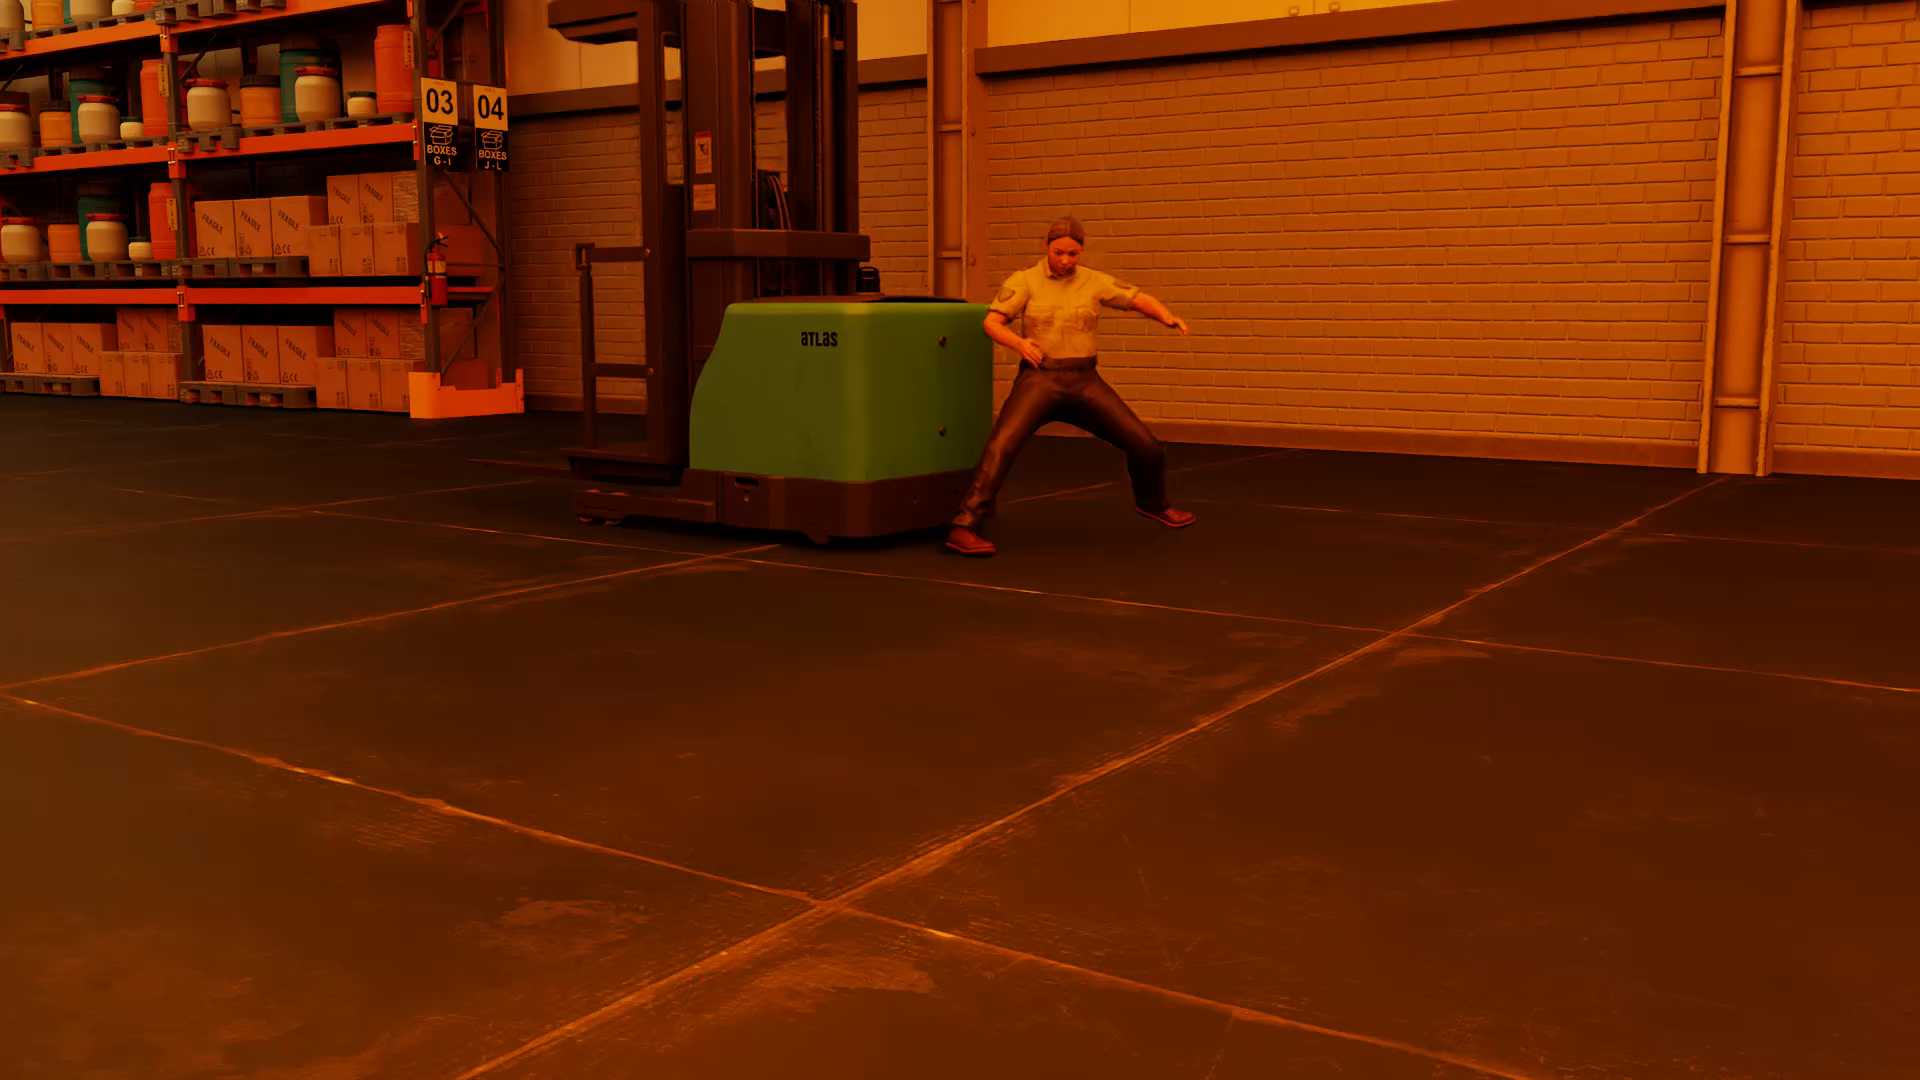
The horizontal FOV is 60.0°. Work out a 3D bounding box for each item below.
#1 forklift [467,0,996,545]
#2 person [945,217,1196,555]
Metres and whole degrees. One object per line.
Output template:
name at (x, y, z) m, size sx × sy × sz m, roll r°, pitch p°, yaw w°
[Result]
forklift at (-1.300, -1.572, 8.249) m, size 3.031 × 2.935 × 1.130 m, roll 6°, pitch 10°, yaw 38°
person at (0.538, -0.710, 7.439) m, size 1.285 × 1.449 × 0.789 m, roll -2°, pitch 8°, yaw -11°
